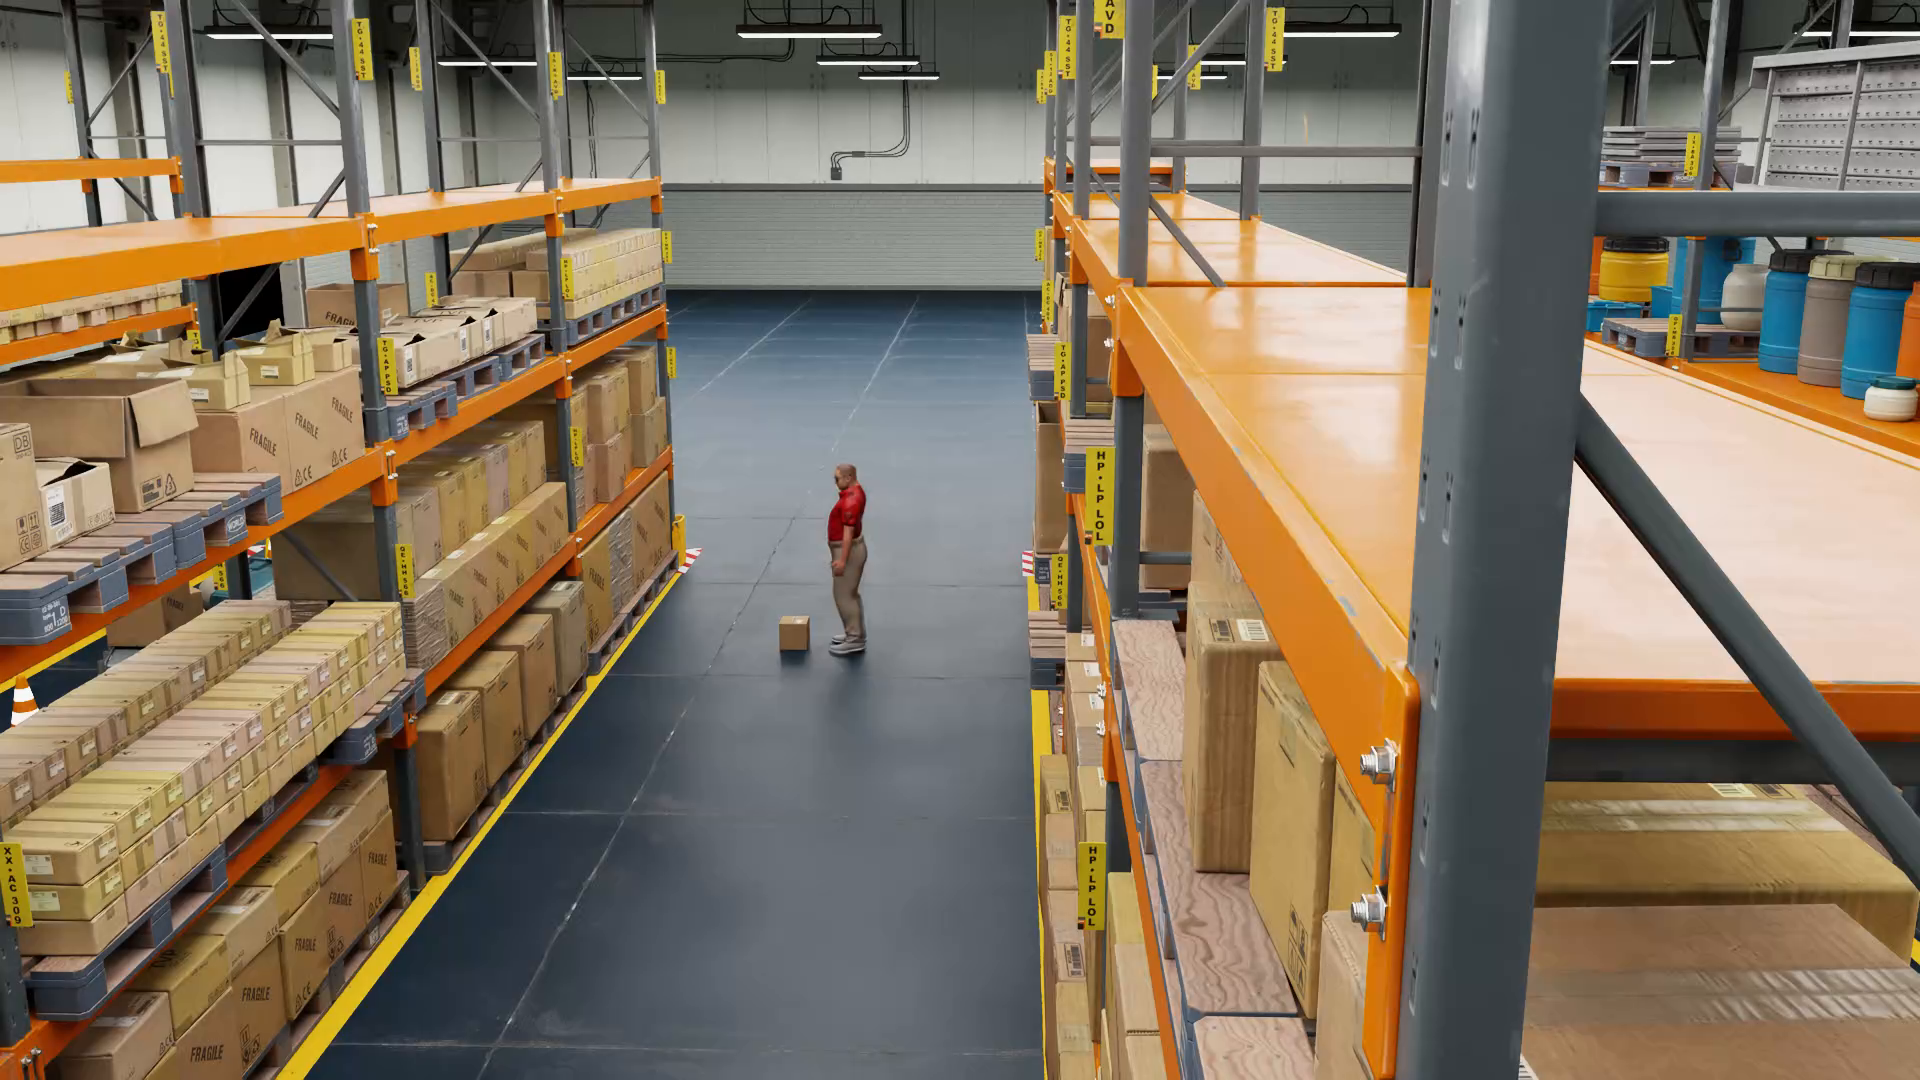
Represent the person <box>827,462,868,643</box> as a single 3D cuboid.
[{"bbox_3d":[-1.018,0.109,14.953,0.358,1.643,0.531,1,14,3],"label":"person"}]
